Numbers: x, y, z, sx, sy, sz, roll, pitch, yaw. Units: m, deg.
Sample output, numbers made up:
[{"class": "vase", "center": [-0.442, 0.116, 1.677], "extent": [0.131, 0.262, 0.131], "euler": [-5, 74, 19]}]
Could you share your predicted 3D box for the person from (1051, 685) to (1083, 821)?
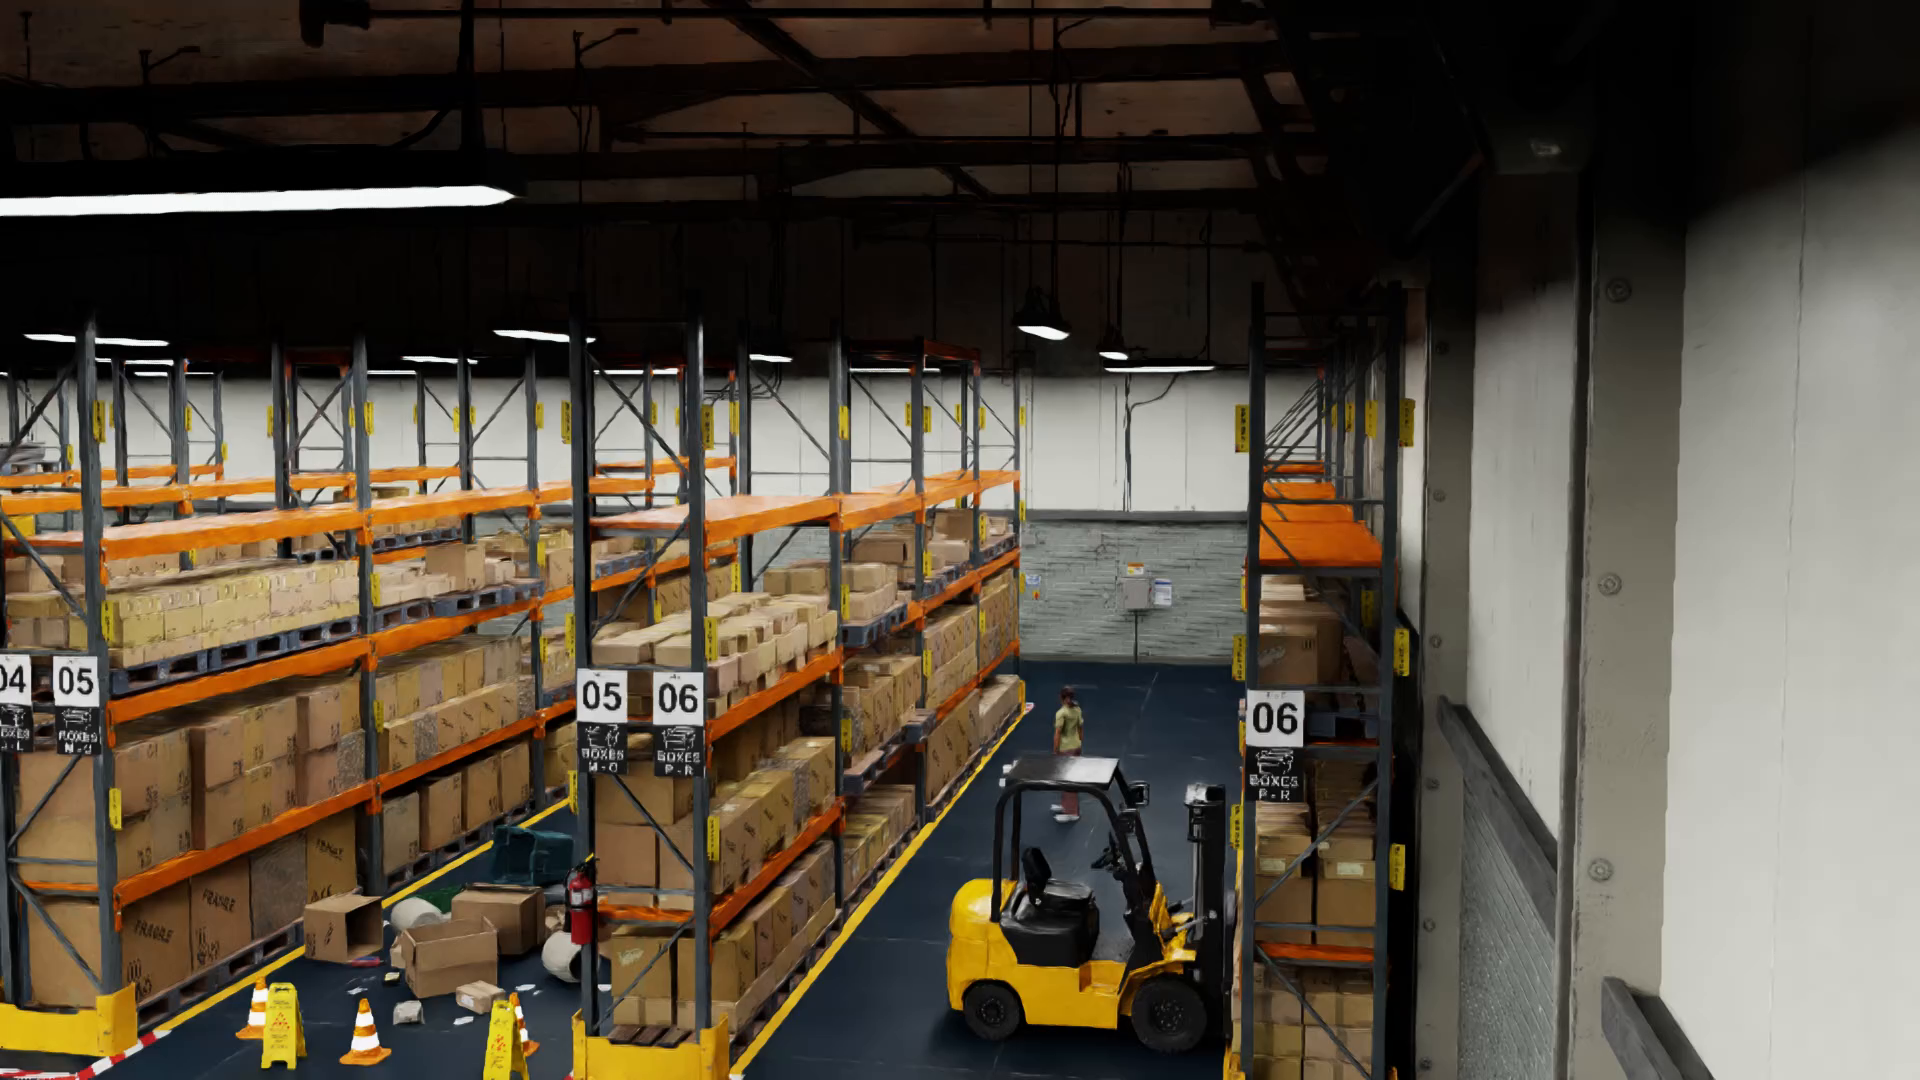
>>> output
[{"class": "person", "center": [1.325, 2.637, 20.869], "extent": [0.569, 1.668, 0.534], "euler": [4, 6, 39]}]
